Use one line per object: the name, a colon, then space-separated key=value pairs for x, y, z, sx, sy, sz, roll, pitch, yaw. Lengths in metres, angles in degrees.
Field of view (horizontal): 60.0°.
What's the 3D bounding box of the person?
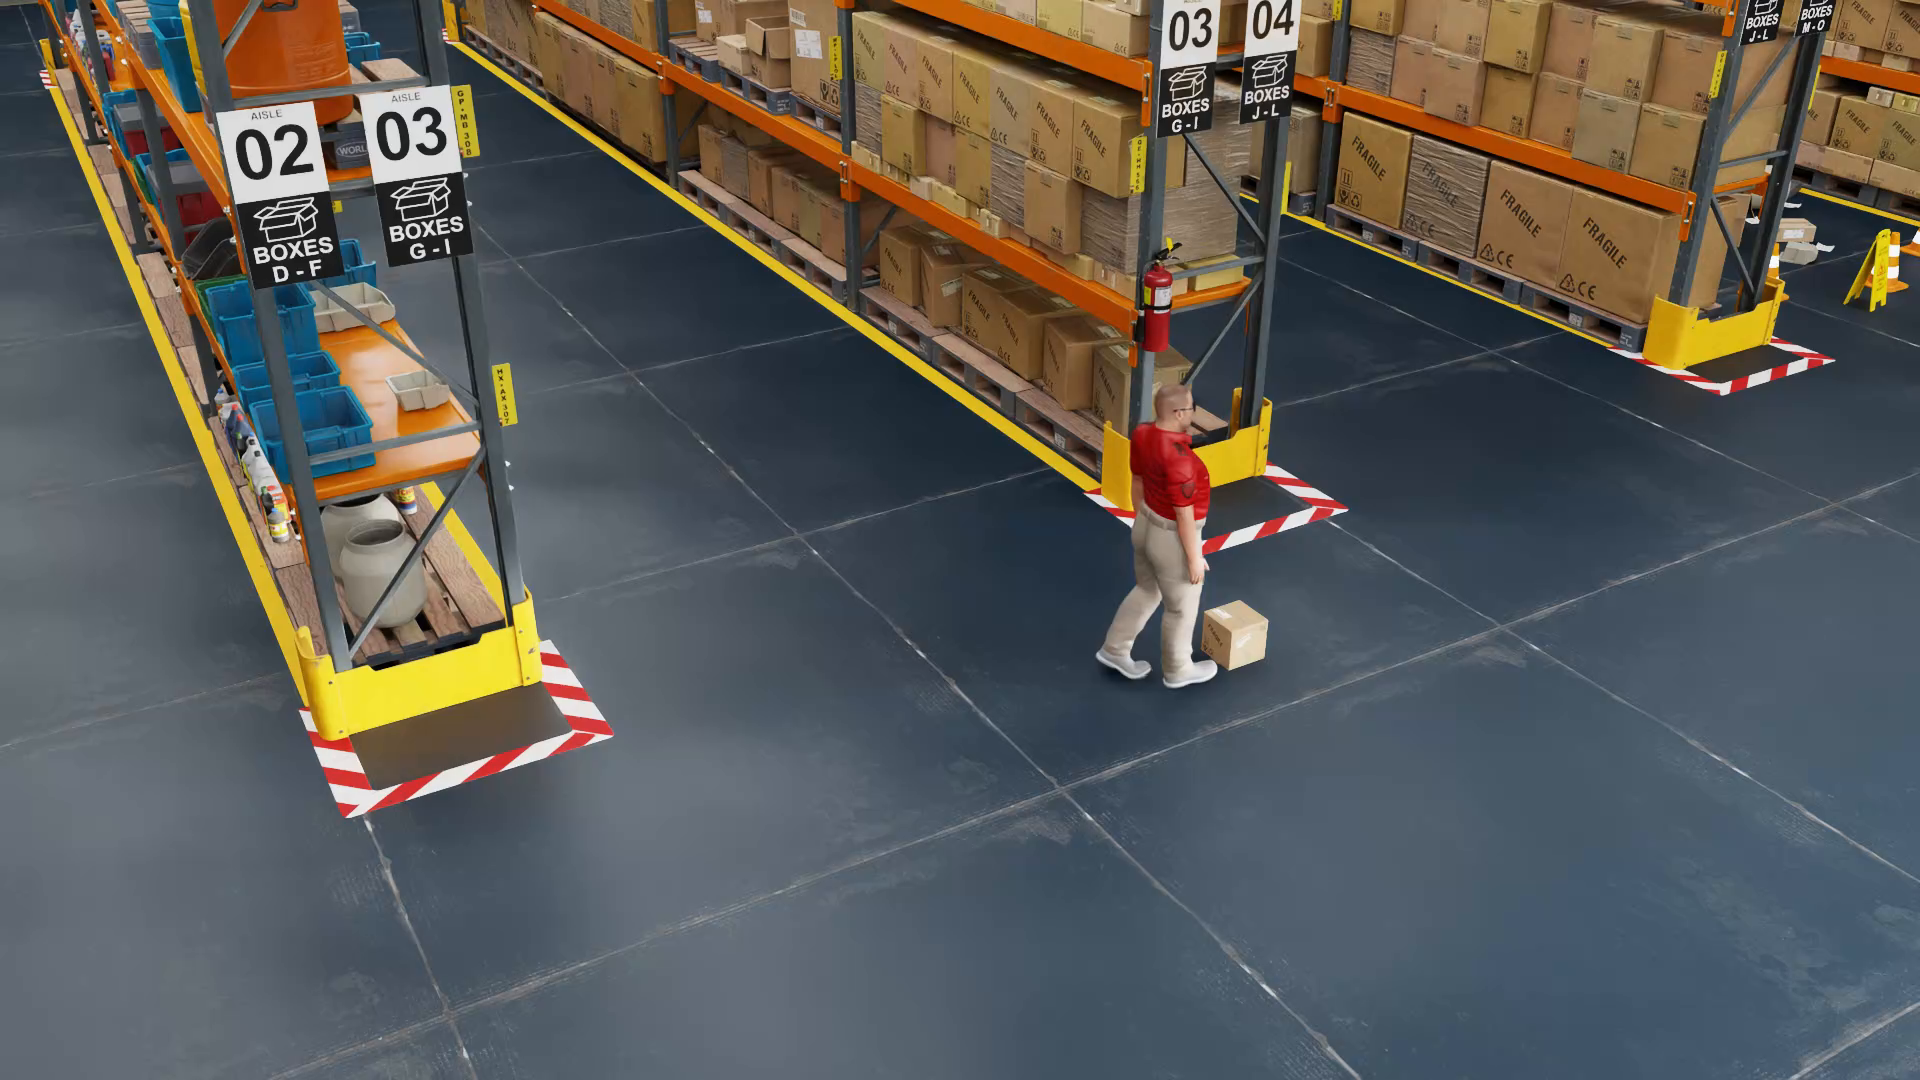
person: x=1.086 y=0.005 z=8.585 sx=0.612 sy=1.752 sz=0.555 roll=-11 pitch=31 yaw=-19
